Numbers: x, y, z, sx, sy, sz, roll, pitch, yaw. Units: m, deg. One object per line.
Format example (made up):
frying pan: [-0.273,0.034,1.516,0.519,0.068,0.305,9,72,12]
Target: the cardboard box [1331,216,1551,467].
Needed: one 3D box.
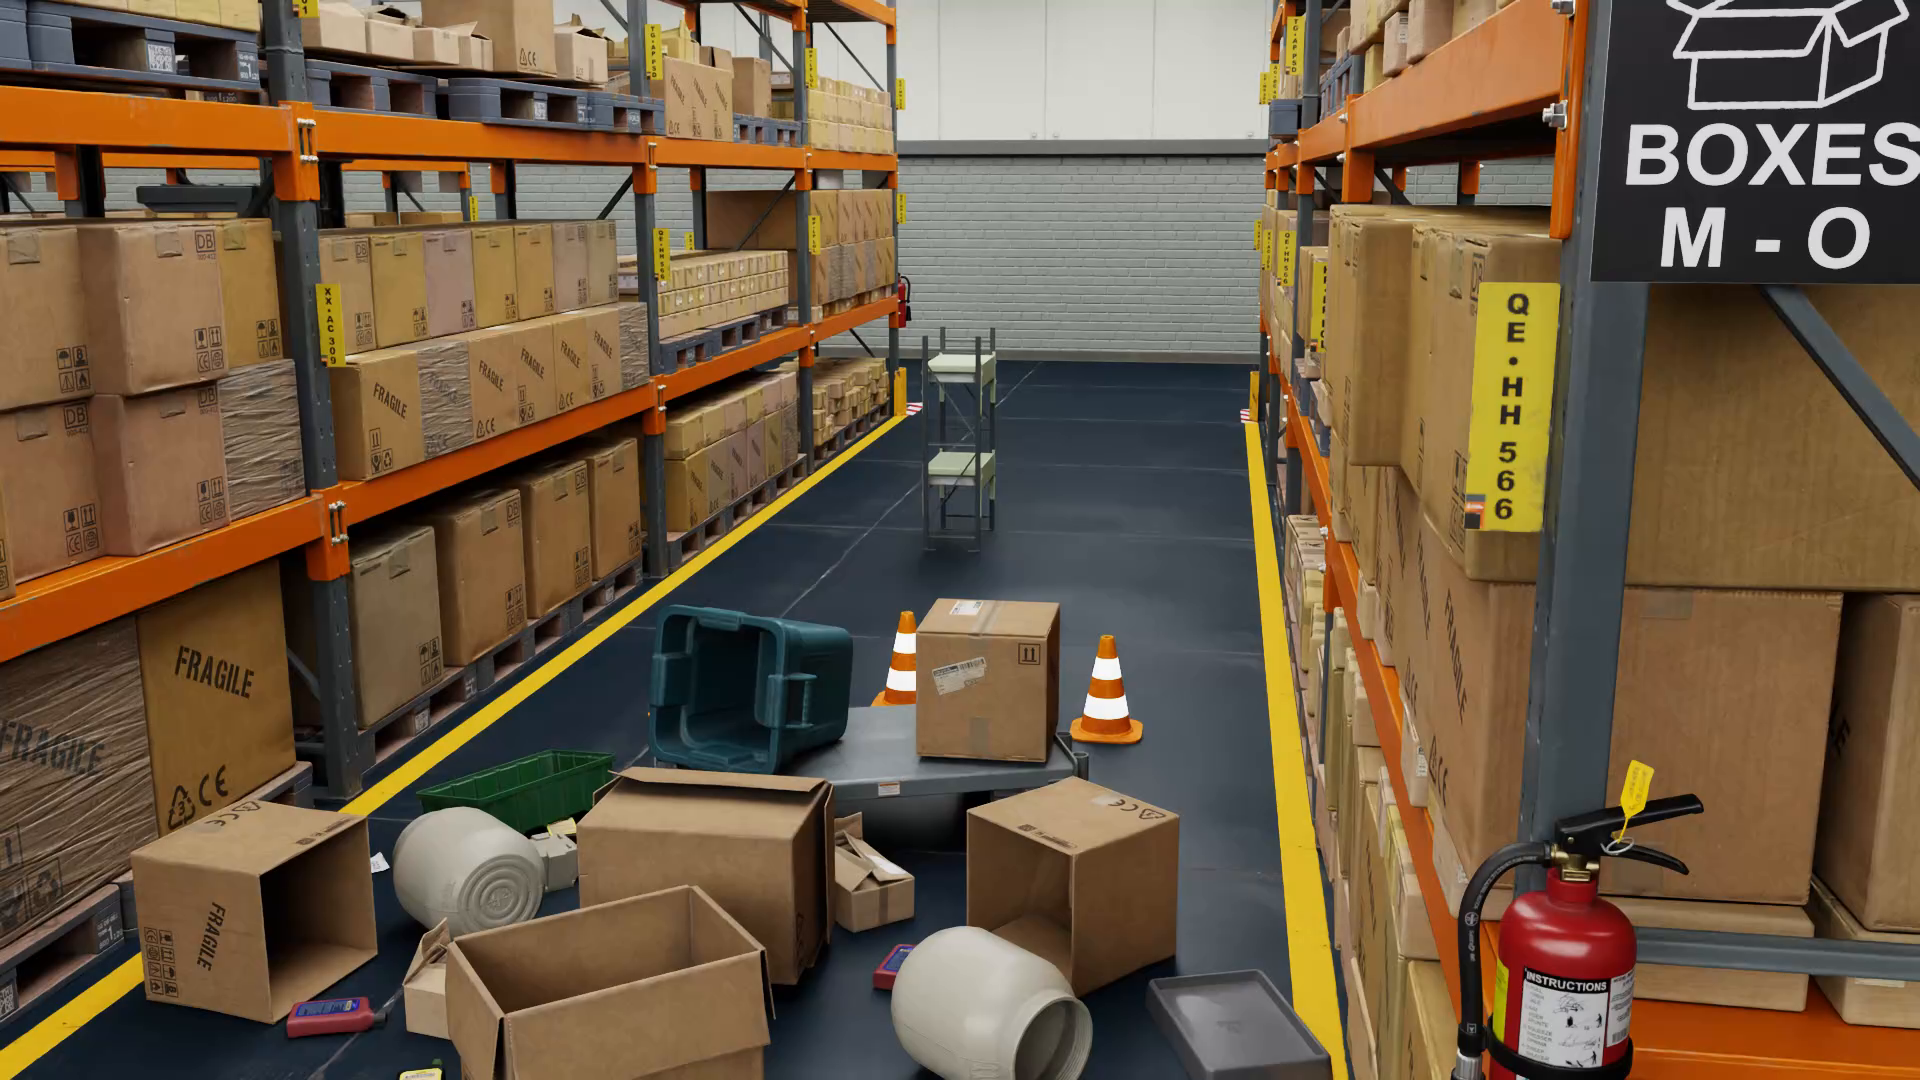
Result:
cardboard box: [1.189,-0.440,3.597,0.700,0.500,0.500,2,12,8]

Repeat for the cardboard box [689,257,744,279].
cardboard box: [-1.867,-2.078,12.703,0.380,0.149,0.250,1,12,6]

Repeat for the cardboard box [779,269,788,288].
cardboard box: [-1.663,-2.205,13.997,0.380,0.149,0.250,2,12,10]

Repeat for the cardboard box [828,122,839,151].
cardboard box: [-1.397,-3.651,15.052,0.500,0.250,0.500,2,12,8]

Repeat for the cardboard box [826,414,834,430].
cardboard box: [-1.406,-1.106,15.777,0.380,0.149,0.250,2,12,7]

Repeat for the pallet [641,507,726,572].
pallet: [-2.290,-0.033,11.644,1.003,0.211,1.213,2,12,9]

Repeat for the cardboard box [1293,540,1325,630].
cardboard box: [2.292,0.256,8.924,0.950,0.372,0.625,2,12,8]

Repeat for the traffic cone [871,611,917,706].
traffic cone: [-0.257,0.583,8.192,0.336,0.463,0.334,2,12,9]

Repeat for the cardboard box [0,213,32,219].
cardboard box: [-7.169,-2.106,12.027,0.797,0.503,0.637,2,12,11]

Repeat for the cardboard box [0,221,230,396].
cardboard box: [-3.088,-0.808,5.703,0.875,0.550,0.550,2,12,9]

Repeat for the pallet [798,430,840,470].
pallet: [-1.729,-0.844,15.408,1.003,0.211,1.213,2,12,9]

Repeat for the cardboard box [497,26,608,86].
cardboard box: [-2.276,-2.683,9.180,0.500,0.311,0.500,2,12,9]

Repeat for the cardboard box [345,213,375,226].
cardboard box: [-6.558,-3.216,17.665,0.500,0.500,0.500,2,12,7]

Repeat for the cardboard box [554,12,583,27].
cardboard box: [-2.607,-3.215,10.619,0.396,0.266,0.258,2,12,9]

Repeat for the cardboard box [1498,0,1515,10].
cardboard box: [1.049,-0.908,2.564,0.380,0.149,0.250,2,12,9]

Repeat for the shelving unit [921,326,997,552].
shelving unit: [-0.001,-0.732,11.829,0.431,1.500,0.755,2,12,9]

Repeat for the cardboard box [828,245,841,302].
cardboard box: [-1.403,-2.458,15.337,0.500,0.500,0.500,2,12,9]

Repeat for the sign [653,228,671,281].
sign: [-1.863,-1.782,10.394,0.100,0.325,0.005,2,12,9]

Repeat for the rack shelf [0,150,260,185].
rack shelf: [-6.990,-2.946,13.131,1.077,0.370,4.000,2,12,9]

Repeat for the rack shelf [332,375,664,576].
rack shelf: [-2.720,-0.465,8.740,1.077,0.370,4.000,2,12,9]

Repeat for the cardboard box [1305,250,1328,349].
cardboard box: [2.124,-1.299,8.959,0.500,0.500,0.500,3,12,12]

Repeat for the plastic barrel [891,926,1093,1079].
plastic barrel: [0.086,1.352,4.716,0.421,0.421,0.512,-10,16,-40]

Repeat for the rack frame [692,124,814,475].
rack frame: [-1.797,-2.066,14.460,1.000,3.000,0.127,2,12,9]

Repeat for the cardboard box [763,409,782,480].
cardboard box: [-1.741,-0.780,13.431,0.500,0.500,0.500,2,12,7]

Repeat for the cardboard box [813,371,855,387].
cardboard box: [-1.261,-1.613,16.718,0.380,0.149,0.250,1,12,7]

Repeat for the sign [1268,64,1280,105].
sign: [2.561,-3.702,13.516,0.100,0.325,0.005,2,12,9]

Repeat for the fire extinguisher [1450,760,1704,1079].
fire extinguisher: [0.791,0.618,2.189,0.296,0.674,0.183,2,12,9]

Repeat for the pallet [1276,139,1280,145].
pallet: [3.246,-3.520,14.295,1.003,0.211,1.213,2,12,9]

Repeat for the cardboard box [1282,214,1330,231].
cardboard box: [2.554,-2.063,11.836,0.500,0.500,0.500,2,12,8]

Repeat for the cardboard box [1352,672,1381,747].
cardboard box: [1.328,0.495,4.786,0.380,0.149,0.250,3,12,12]

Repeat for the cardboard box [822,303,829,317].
cardboard box: [-1.427,-2.161,15.498,0.380,0.149,0.250,1,12,6]

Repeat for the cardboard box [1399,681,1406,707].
cardboard box: [1.238,0.341,3.888,0.380,0.149,0.250,2,12,8]

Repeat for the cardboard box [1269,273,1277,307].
cardboard box: [2.763,-2.015,13.394,0.500,0.250,0.500,2,12,7]

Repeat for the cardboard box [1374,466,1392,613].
cardboard box: [1.334,-0.058,4.198,0.500,0.500,0.500,2,12,9]

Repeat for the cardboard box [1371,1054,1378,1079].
cardboard box: [1.210,1.426,3.788,0.500,0.250,0.500,2,12,9]

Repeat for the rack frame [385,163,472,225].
rack frame: [-6.067,-3.080,19.167,1.000,3.000,0.127,2,12,9]

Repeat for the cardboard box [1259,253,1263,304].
cardboard box: [3.367,-2.718,17.246,0.500,0.500,0.500,2,12,8]

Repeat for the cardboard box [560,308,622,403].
cardboard box: [-2.294,-1.076,9.629,0.500,0.500,0.500,2,12,9]

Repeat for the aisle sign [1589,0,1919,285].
aisle sign: [0.968,-0.696,1.932,0.394,0.787,0.004,2,12,9]

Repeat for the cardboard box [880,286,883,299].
cardboard box: [-1.028,-2.648,17.758,0.380,0.149,0.250,2,12,9]

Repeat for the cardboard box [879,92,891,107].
cardboard box: [-0.943,-4.652,17.563,0.380,0.149,0.250,2,12,8]

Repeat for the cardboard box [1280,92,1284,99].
cardboard box: [2.569,-3.232,12.308,0.380,0.166,0.250,1,12,5]

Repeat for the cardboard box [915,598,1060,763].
cardboard box: [0.116,0.539,6.508,0.500,0.500,0.500,2,12,9]

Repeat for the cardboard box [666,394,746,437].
cardboard box: [-1.900,-0.927,12.332,0.500,0.250,0.500,2,12,9]

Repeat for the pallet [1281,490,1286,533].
pallet: [2.880,-0.146,12.168,1.003,0.211,1.213,2,12,9]

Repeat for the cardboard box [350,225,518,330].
cardboard box: [-2.723,-1.359,8.570,0.700,0.500,0.500,2,12,8]

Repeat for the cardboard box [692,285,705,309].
cardboard box: [-2.023,-1.720,11.748,0.380,0.149,0.250,2,12,9]

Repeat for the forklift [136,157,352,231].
forklift: [-5.266,-1.538,12.171,3.031,2.935,1.130,-2,12,-7]

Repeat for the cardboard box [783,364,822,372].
cardboard box: [-1.643,-1.739,17.301,0.380,0.149,0.250,1,12,6]

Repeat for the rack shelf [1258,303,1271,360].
rack shelf: [3.417,-1.991,15.821,1.077,0.370,4.000,2,12,9]

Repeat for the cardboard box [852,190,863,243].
cardboard box: [-1.234,-3.154,16.192,0.500,0.500,0.500,1,12,7]

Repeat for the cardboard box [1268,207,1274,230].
cardboard box: [3.065,-2.783,15.177,0.500,0.500,0.500,2,12,9]

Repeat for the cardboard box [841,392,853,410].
cardboard box: [-1.262,-1.359,16.242,0.380,0.149,0.250,2,12,8]

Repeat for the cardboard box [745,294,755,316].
cardboard box: [-1.818,-1.843,13.026,0.380,0.149,0.250,1,12,6]

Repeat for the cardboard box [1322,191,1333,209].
cardboard box: [2.990,-2.907,14.213,0.380,0.149,0.250,2,12,10]
